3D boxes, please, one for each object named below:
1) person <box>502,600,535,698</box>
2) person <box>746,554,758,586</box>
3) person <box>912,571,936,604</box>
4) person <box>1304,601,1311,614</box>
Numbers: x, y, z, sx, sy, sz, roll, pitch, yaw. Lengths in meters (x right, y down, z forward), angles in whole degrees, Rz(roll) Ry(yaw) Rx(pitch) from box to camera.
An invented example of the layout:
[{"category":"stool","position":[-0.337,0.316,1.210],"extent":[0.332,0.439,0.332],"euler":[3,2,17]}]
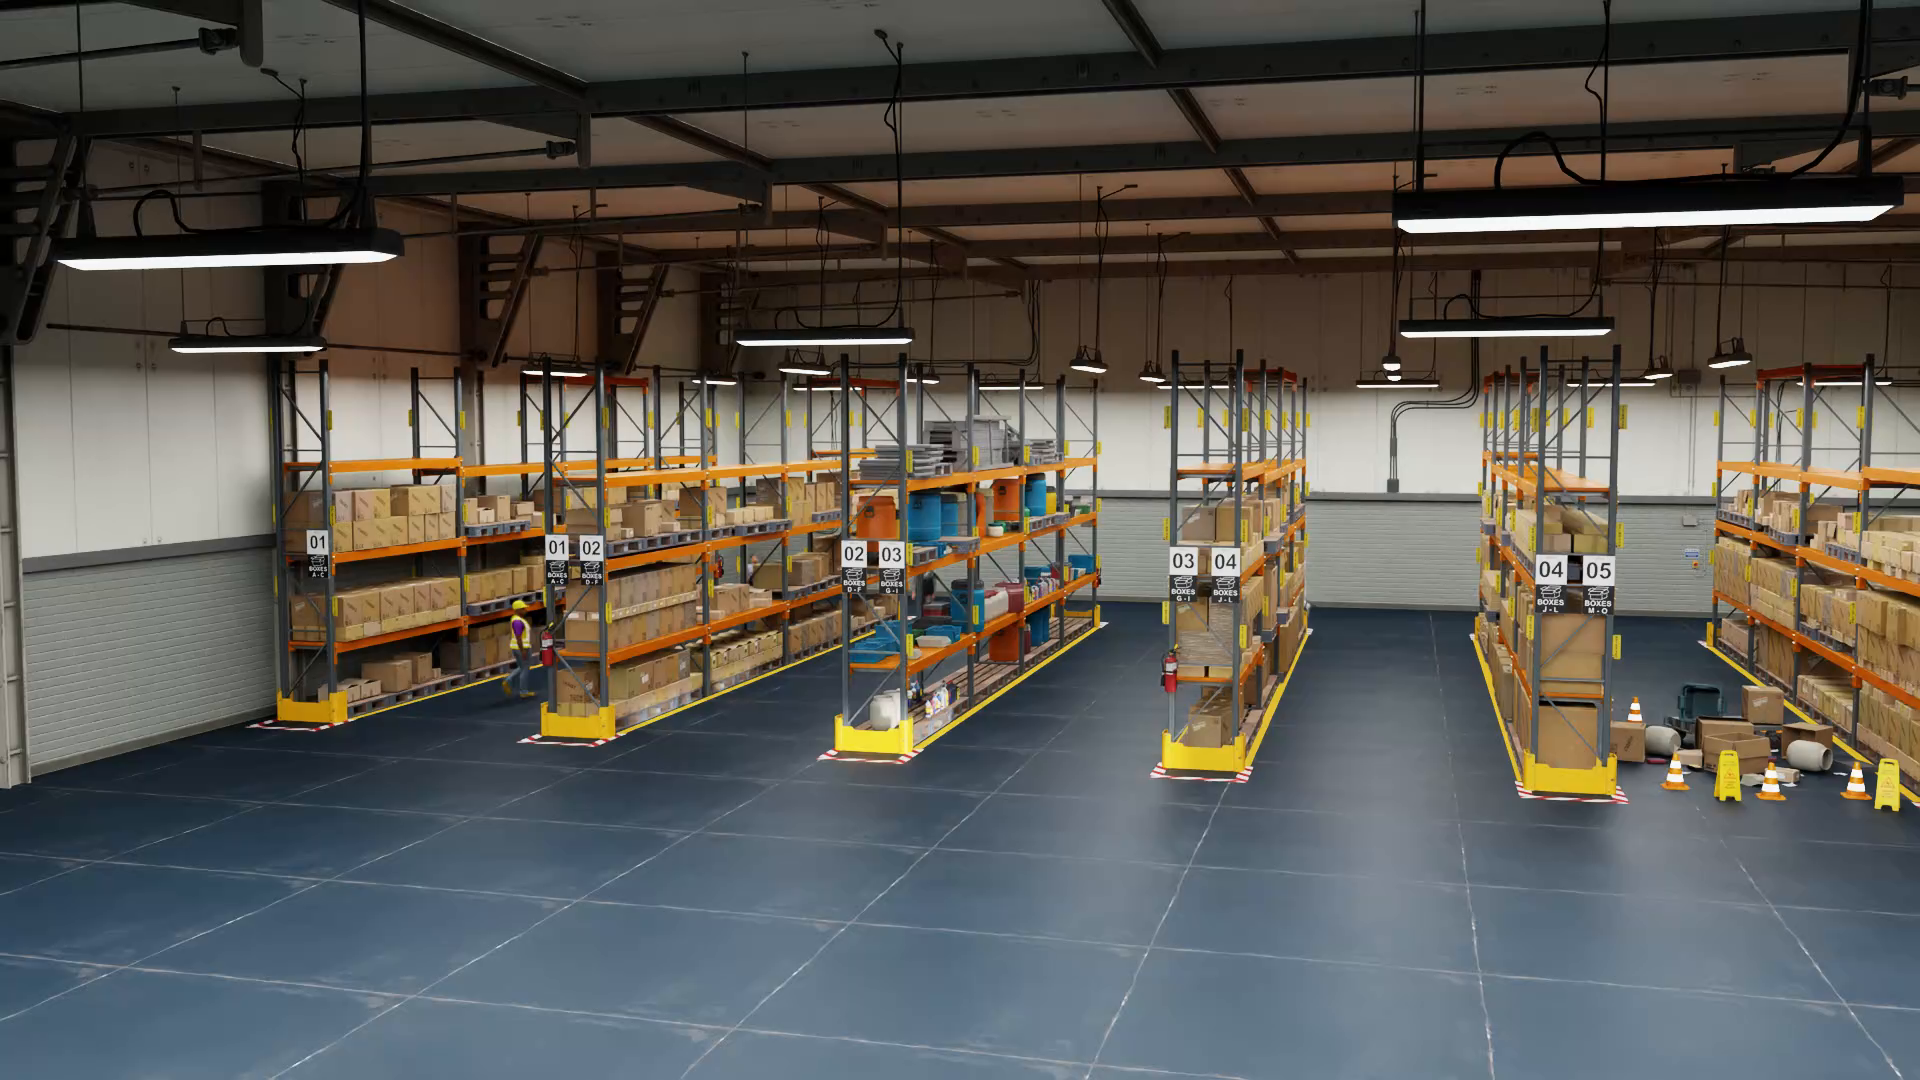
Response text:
[{"category":"person","position":[-7.925,1.959,29.924],"extent":[0.557,1.758,0.557],"euler":[-4,5,-41]},{"category":"person","position":[-5.221,1.157,42.311],"extent":[0.530,1.571,0.992],"euler":[0,4,2]},{"category":"person","position":[-0.870,1.316,39.422],"extent":[0.550,1.680,0.949],"euler":[1,4,13]},{"category":"person","position":[8.478,1.093,41.897],"extent":[0.700,1.784,0.547],"euler":[-2,4,-20]}]
